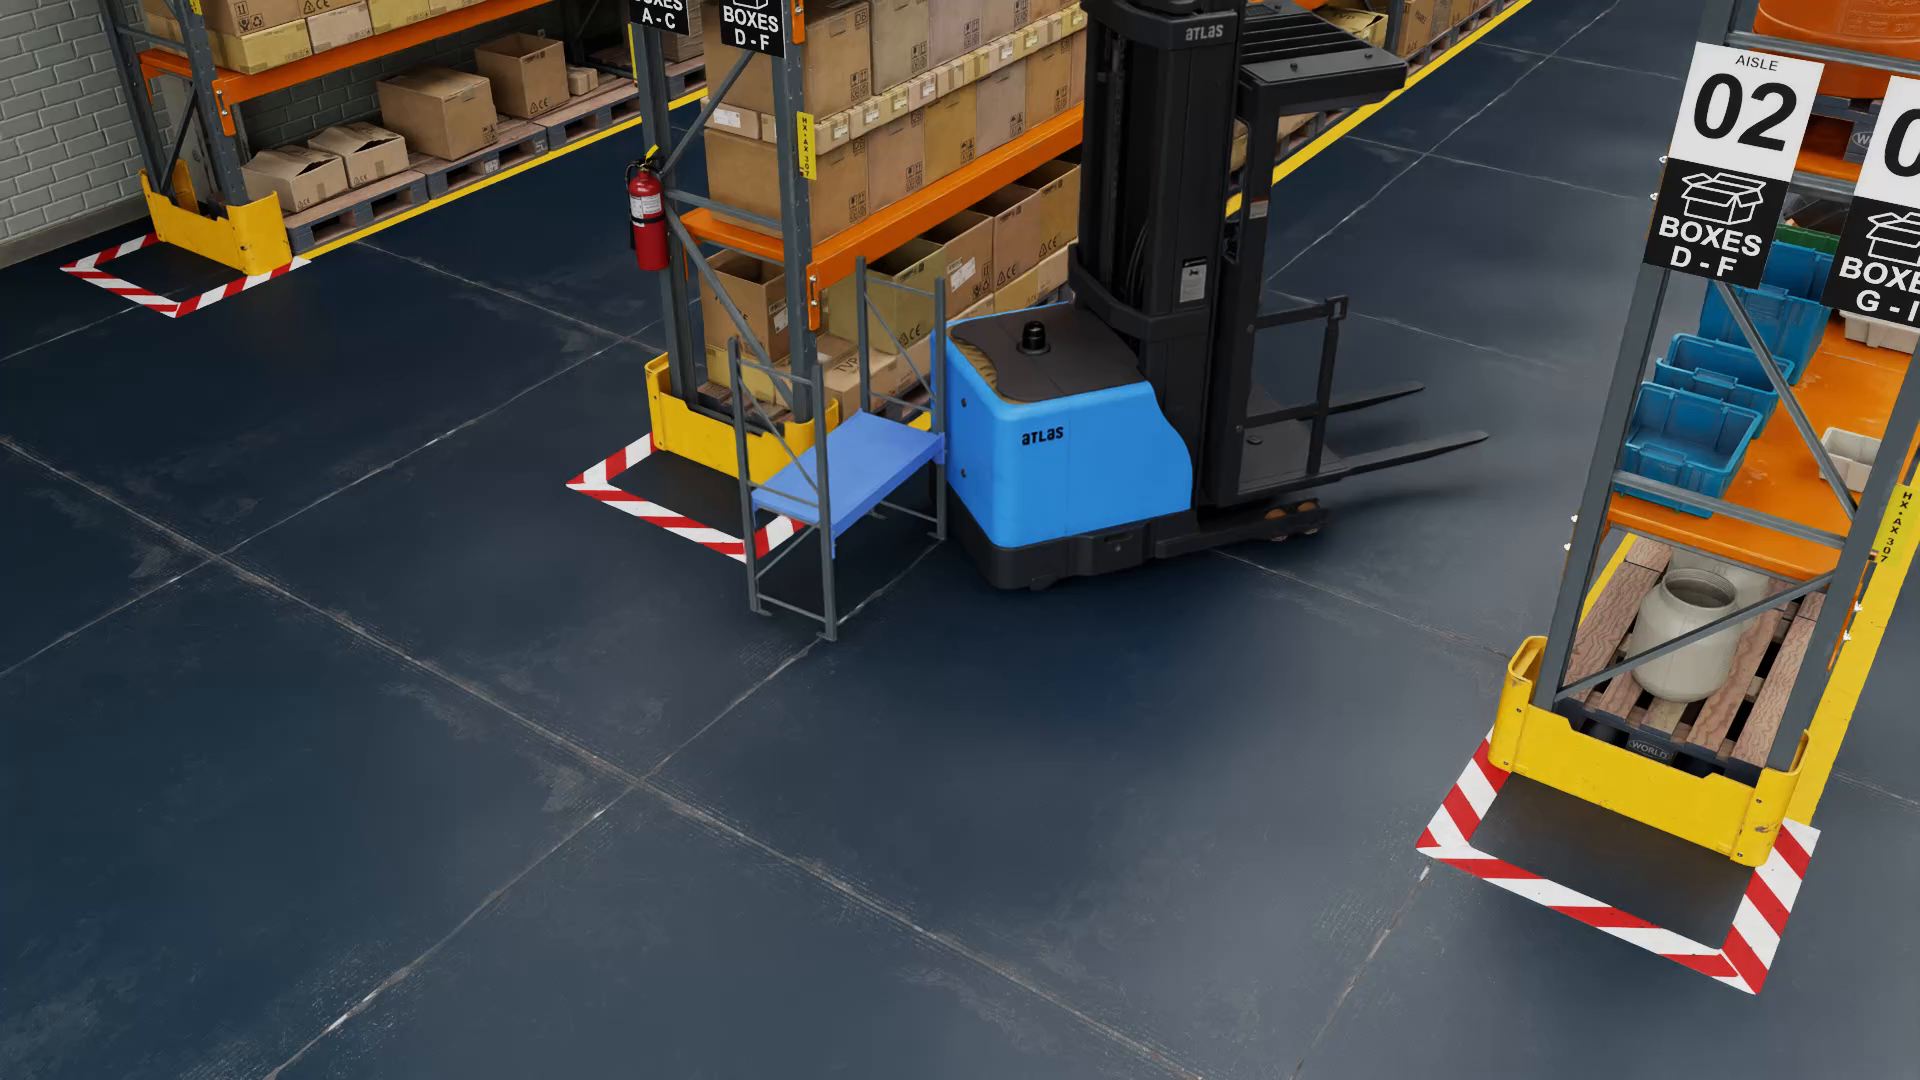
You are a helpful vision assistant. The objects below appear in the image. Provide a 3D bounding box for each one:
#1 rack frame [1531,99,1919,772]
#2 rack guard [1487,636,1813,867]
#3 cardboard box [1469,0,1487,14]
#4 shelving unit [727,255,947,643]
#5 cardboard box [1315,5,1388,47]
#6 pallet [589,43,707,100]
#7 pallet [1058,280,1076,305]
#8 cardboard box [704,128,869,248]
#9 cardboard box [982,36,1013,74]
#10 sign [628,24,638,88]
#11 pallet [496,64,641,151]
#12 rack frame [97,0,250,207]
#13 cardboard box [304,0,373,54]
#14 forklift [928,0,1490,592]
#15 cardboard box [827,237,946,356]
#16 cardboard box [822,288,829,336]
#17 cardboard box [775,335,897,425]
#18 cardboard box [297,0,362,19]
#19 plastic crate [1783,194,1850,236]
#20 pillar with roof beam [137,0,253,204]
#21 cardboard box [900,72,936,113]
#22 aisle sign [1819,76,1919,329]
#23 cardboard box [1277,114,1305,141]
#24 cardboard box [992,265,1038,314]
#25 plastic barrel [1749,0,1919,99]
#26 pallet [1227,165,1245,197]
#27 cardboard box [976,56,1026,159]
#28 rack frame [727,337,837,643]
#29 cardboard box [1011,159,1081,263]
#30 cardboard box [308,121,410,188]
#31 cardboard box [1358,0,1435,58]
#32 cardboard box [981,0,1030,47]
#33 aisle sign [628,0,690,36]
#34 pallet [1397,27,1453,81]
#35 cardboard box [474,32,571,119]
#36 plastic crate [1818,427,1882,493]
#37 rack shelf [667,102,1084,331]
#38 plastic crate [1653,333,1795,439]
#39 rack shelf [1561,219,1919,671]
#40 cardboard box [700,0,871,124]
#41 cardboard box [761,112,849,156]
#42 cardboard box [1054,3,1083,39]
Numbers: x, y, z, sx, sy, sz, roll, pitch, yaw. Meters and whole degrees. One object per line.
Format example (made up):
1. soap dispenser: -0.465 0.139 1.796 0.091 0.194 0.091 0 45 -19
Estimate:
1. rack frame: 2.872 -0.111 6.237 1.000 3.000 0.127 21 39 28
2. rack guard: 2.877 0.874 7.011 1.175 0.500 0.348 21 39 28
3. cardboard box: 4.738 -5.355 15.830 0.500 0.500 0.500 20 39 27
4. shelving unit: -0.553 -0.450 8.077 0.538 1.500 1.048 19 38 25
5. cardboard box: 3.270 -4.324 14.046 0.500 0.311 0.500 22 40 29
6. pallet: -2.543 -4.320 14.950 1.003 0.211 1.213 21 39 28
7. pallet: 0.598 -2.028 11.561 1.003 0.211 1.213 21 39 28
8. cardboard box: -0.918 -1.947 8.862 0.700 0.500 0.500 21 39 28
9. cardboard box: 0.083 -2.824 9.580 0.380 0.149 0.250 22 40 29
10. sign: -1.633 -2.452 8.454 0.100 0.325 0.005 21 39 28
11. pallet: -3.340 -3.641 13.945 1.003 0.211 1.213 21 39 28
12. rack frame: -5.267 -3.276 10.916 1.000 3.000 0.127 21 39 28
13. cardboard box: -4.443 -3.588 11.495 0.500 0.250 0.500 20 39 27
14. forklift: 1.402 -1.471 8.308 3.031 2.935 1.130 -12 36 -17
15. cardboard box: -0.423 -1.447 9.622 0.500 0.500 0.500 21 39 28
16. cardboard box: -0.857 -1.305 10.082 0.500 0.250 0.500 21 39 28
17. cardboard box: -0.706 -0.906 9.491 0.500 0.250 0.500 21 39 28
18. cardboard box: -4.458 -3.880 11.257 0.500 0.500 0.500 21 40 28
19. plastic crate: 4.750 -1.726 8.680 0.767 0.338 0.504 21 39 28
20. pillar with roof beam: -2.042 -4.984 8.087 9.100 9.000 0.400 21 39 28
21. cardboard box: -0.357 -2.469 9.055 0.380 0.149 0.250 21 39 28
22. aisle sign: 3.072 -1.061 5.321 0.394 0.787 0.004 21 39 28
23. cardboard box: 2.396 -3.385 13.158 0.500 0.250 0.500 22 40 29
24. cardboard box: 0.150 -1.595 10.511 0.500 0.250 0.500 21 39 28
25. plastic barrel: 3.045 -1.970 5.549 0.600 0.830 0.708 21 39 28
26. pallet: 1.474 -2.732 12.602 1.003 0.211 1.213 21 39 28
27. cardboard box: -0.038 -2.661 9.917 0.700 0.500 0.500 23 40 30
28. rack frame: -0.815 -0.206 7.716 0.500 1.500 0.032 19 38 25
29. cardboard box: 0.424 -2.141 10.648 0.500 0.500 0.500 21 39 28
30. cardboard box: -4.473 -2.896 12.362 0.500 0.311 0.500 25 41 32
31. cardboard box: 3.861 -4.642 14.775 0.500 0.500 0.500 23 40 30
32. cardboard box: -0.020 -3.216 9.580 0.700 0.500 0.500 21 39 28
33. aisle sign: -1.474 -2.835 7.945 0.394 0.787 0.004 21 39 28
34. pallet: 3.823 -4.553 15.294 1.003 0.211 1.213 21 39 28
35. cardboard box: -3.545 -3.773 13.490 0.500 0.500 0.500 18 38 25
36. plastic crate: 3.647 -0.311 6.768 0.298 0.136 0.250 21 39 28
37. rack shelf: -0.055 -2.317 10.141 1.077 0.370 4.000 21 39 28
38. plastic crate: 3.287 -0.672 7.200 0.499 0.251 0.408 21 39 28
39. rack shelf: 4.013 -0.734 7.799 1.077 0.370 4.000 21 39 28
40. cardboard box: -0.888 -2.509 8.535 0.700 0.500 0.500 21 40 28
41. cardboard box: -0.794 -2.117 8.534 0.380 0.149 0.250 21 39 28
42. cardboard box: 0.525 -3.185 10.113 0.380 0.149 0.250 21 39 28
